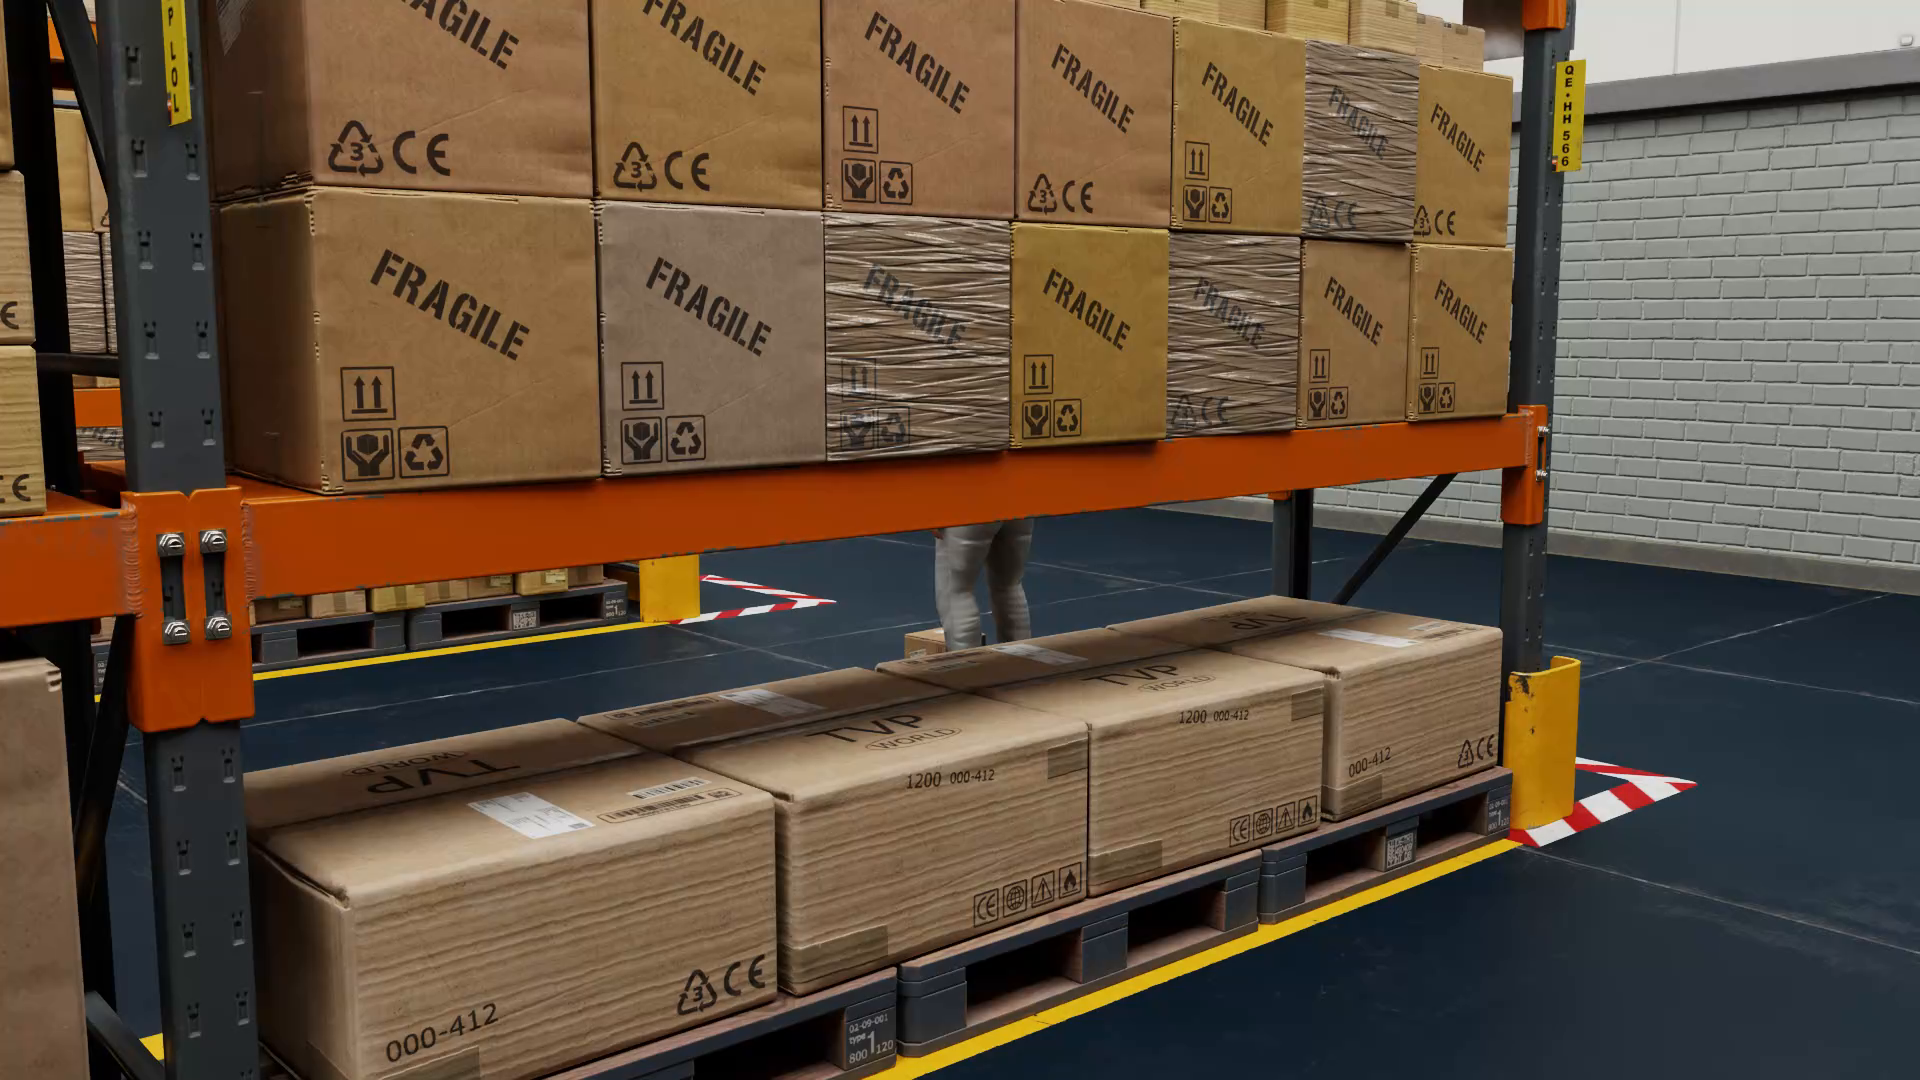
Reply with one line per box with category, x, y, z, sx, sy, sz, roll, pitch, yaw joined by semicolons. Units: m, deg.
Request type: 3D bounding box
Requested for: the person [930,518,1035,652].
person;0.085;-0.152;6.911;0.542;1.666;0.469;-7;10;-41
